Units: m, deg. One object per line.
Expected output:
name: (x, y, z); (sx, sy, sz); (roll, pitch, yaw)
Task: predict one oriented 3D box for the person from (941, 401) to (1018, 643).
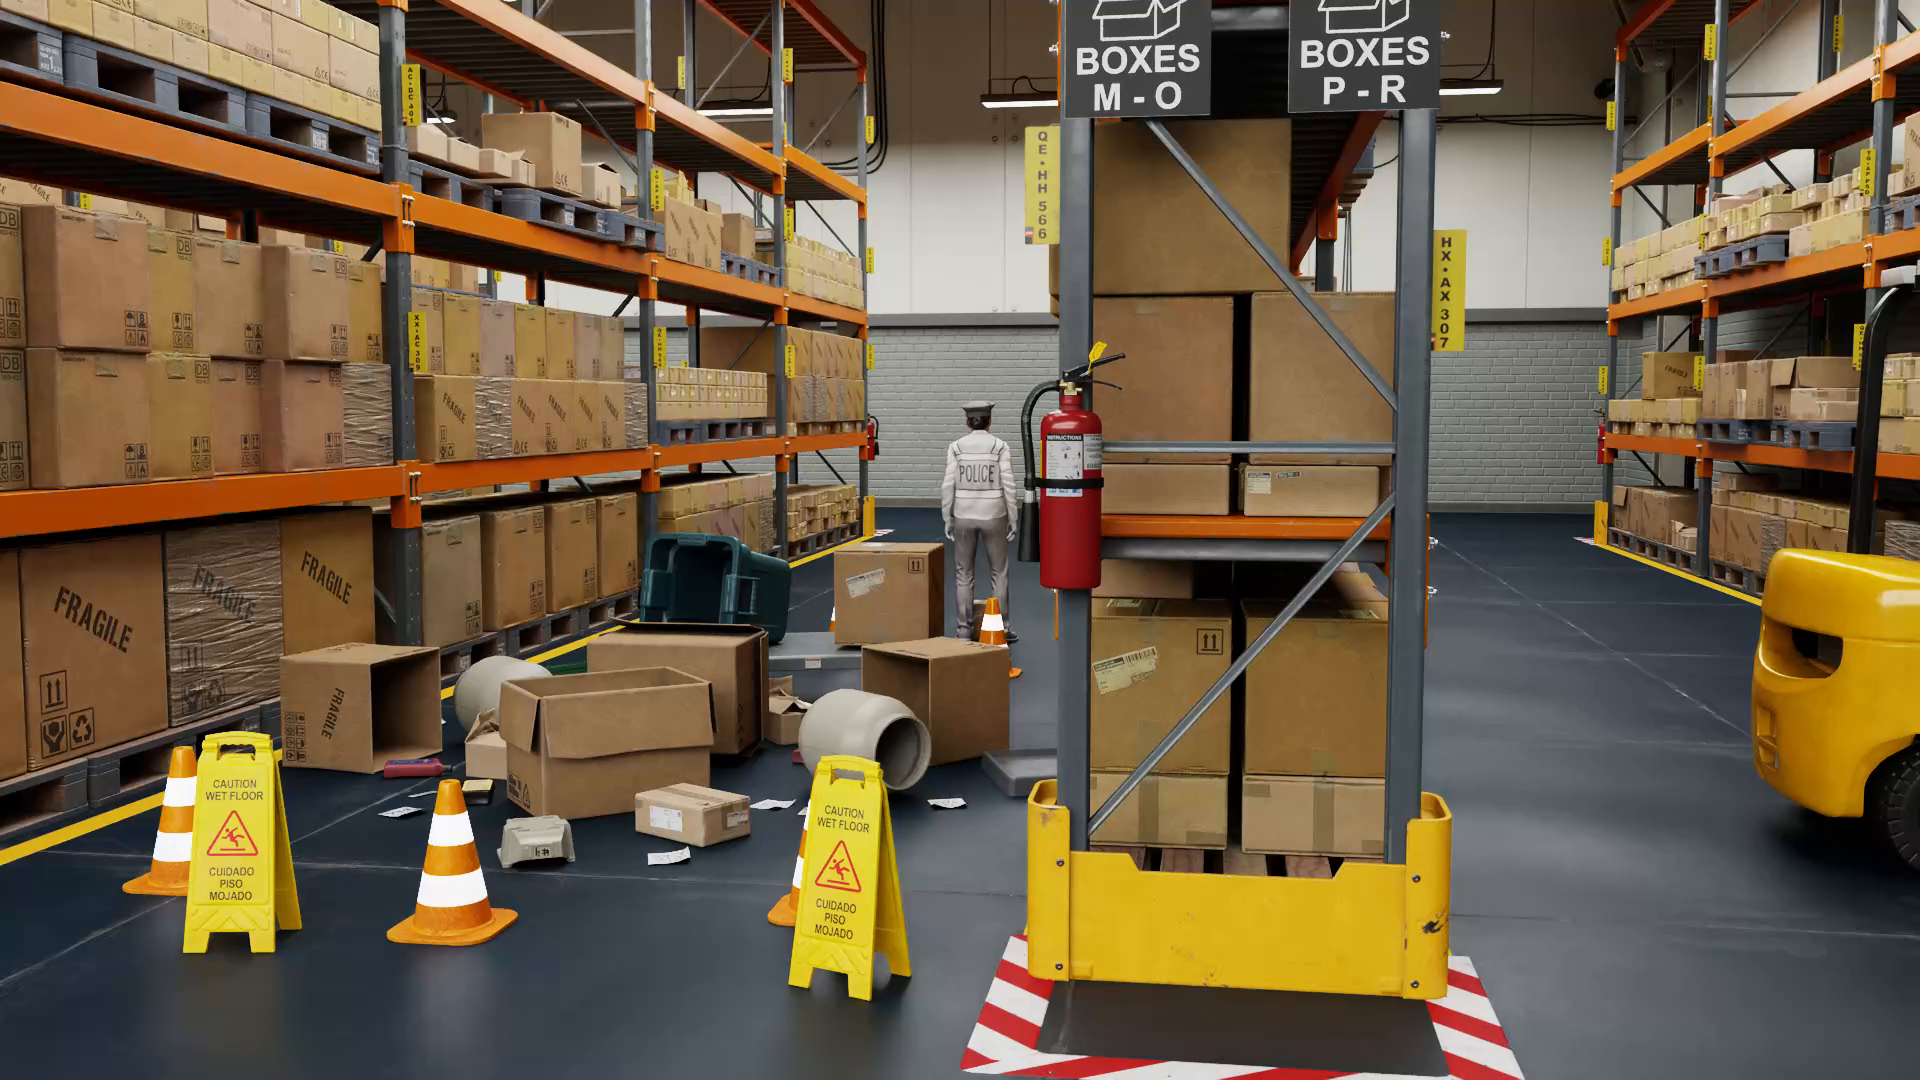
person: (0.139, -0.124, 11.420); (0.526, 1.663, 0.375); (1, 5, 8)
